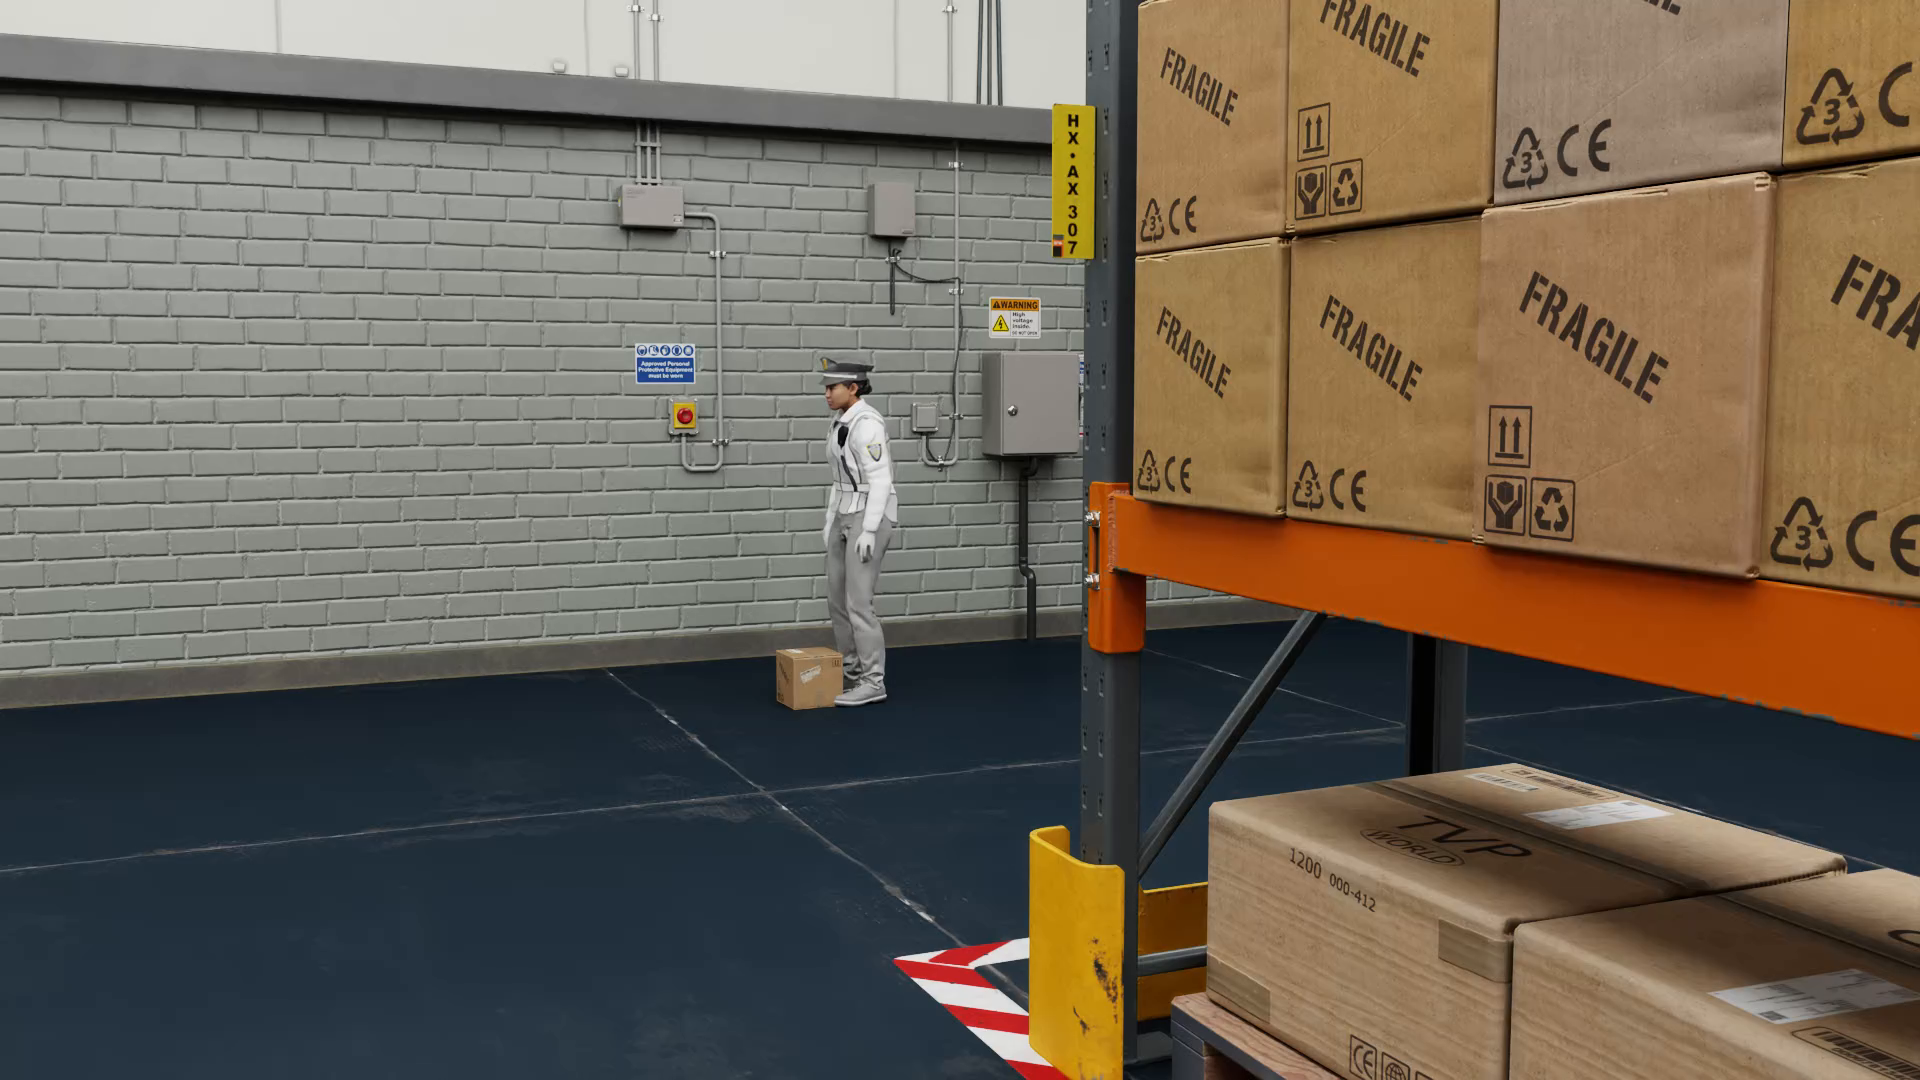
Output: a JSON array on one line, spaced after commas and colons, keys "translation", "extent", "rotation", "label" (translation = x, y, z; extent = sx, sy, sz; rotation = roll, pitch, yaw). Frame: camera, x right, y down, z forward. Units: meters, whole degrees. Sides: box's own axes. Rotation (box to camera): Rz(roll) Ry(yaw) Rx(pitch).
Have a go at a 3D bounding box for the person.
[{"translation": [-0.505, -0.052, 8.023], "extent": [0.371, 1.663, 0.531], "rotation": [-3, 6, -26], "label": "person"}]
